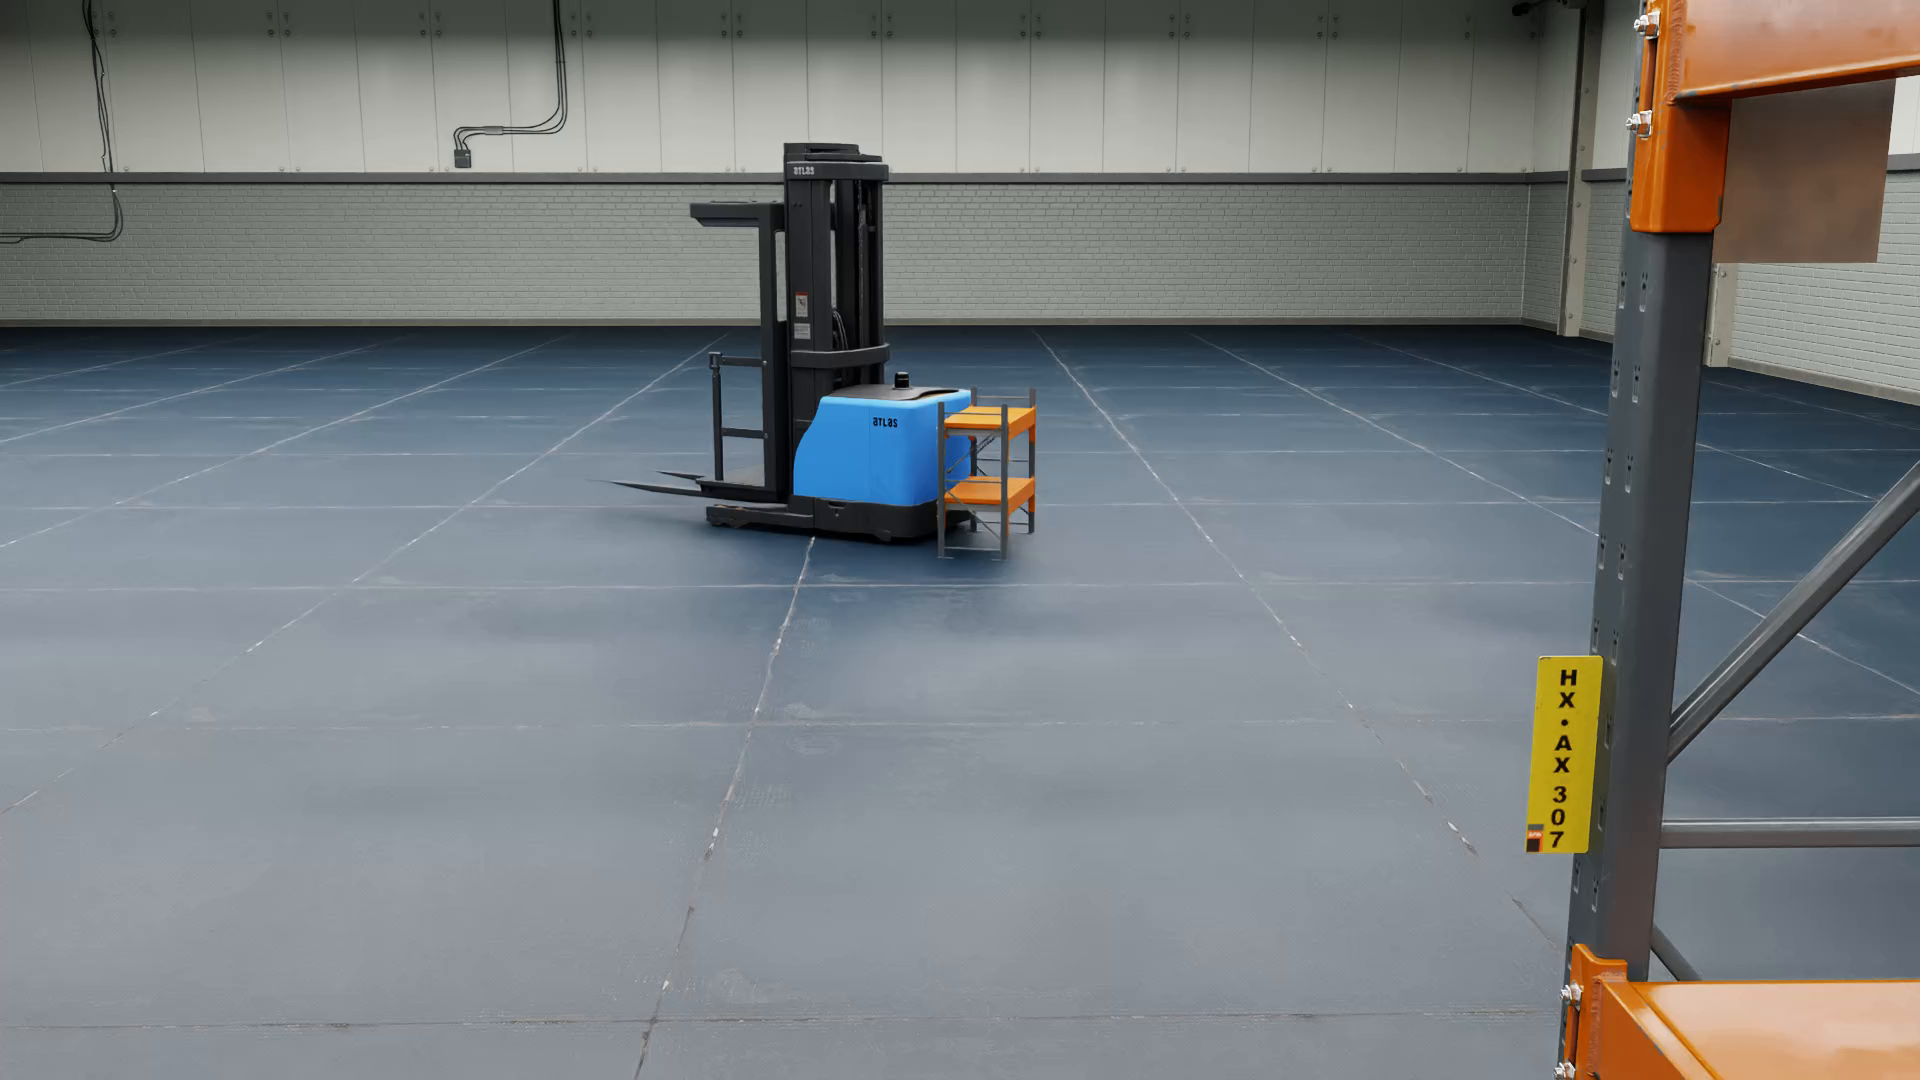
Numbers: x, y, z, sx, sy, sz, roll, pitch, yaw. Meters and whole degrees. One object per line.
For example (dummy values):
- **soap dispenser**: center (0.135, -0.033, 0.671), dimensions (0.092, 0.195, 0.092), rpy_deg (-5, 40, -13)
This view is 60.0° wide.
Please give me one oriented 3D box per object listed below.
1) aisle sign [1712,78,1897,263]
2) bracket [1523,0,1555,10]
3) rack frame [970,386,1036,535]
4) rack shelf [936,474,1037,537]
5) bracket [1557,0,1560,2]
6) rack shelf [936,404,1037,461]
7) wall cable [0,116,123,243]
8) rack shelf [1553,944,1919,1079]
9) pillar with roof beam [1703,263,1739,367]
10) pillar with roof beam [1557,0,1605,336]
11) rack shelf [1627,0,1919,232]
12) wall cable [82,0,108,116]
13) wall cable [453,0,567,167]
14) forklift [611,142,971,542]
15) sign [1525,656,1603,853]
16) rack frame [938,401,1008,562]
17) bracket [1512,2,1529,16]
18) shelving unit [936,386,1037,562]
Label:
- **aisle sign**: center (1.212, -0.811, 2.475), dimensions (0.394, 0.787, 0.004), rpy_deg (0, 11, -1)
- **bracket**: center (11.270, -10.532, 32.785), dimensions (0.076, 0.066, 3.189), rpy_deg (0, 11, -1)
- **rack frame**: center (0.327, -0.606, 12.719), dimensions (0.500, 1.125, 0.032), rpy_deg (3, 12, 13)
- **rack shelf**: center (0.209, -0.269, 12.283), dimensions (0.538, 0.278, 1.000), rpy_deg (3, 12, 13)
- **bracket**: center (11.307, -10.178, 31.041), dimensions (0.235, 0.232, 0.430), rpy_deg (0, 11, -1)
- **rack shelf**: center (0.209, -0.795, 12.177), dimensions (0.538, 0.278, 1.000), rpy_deg (3, 12, 13)
- **wall cable**: center (-18.561, -7.273, 33.584), dimensions (3.097, 2.526, 0.112), rpy_deg (0, 11, -1)
- **rack shelf**: center (1.548, 1.226, 0.781), dimensions (1.077, 0.370, 4.000), rpy_deg (0, 11, -1)
- **pillar with roof beam**: center (7.491, -7.122, 25.034), dimensions (9.100, 9.000, 0.400), rpy_deg (0, 11, -1)
- **pillar with roof beam**: center (7.367, -8.315, 30.913), dimensions (9.100, 9.000, 0.548), rpy_deg (0, 11, -1)
- **rack shelf**: center (1.548, -0.244, 0.483), dimensions (1.077, 0.370, 4.000), rpy_deg (0, 11, -1)
- **wall cable**: center (-15.857, -9.759, 33.137), dimensions (3.097, 2.526, 0.112), rpy_deg (0, 11, -1)
- **wall cable**: center (-9.070, -10.497, 33.114), dimensions (2.305, 6.003, 0.169), rpy_deg (0, 11, -1)
- **forklift**: center (-1.416, -1.610, 13.126), dimensions (3.031, 2.935, 1.130), rpy_deg (6, 13, 29)
- **sign**: center (0.956, 0.342, 2.635), dimensions (0.100, 0.325, 0.005), rpy_deg (0, 11, -1)
- **rack frame**: center (0.090, -0.410, 11.750), dimensions (0.500, 1.125, 0.032), rpy_deg (3, 12, 13)
- **bracket**: center (11.258, -10.649, 33.363), dimensions (0.235, 0.232, 0.430), rpy_deg (0, 11, -1)
- **shelving unit**: center (0.209, -0.508, 12.235), dimensions (0.538, 1.125, 1.048), rpy_deg (3, 12, 13)
